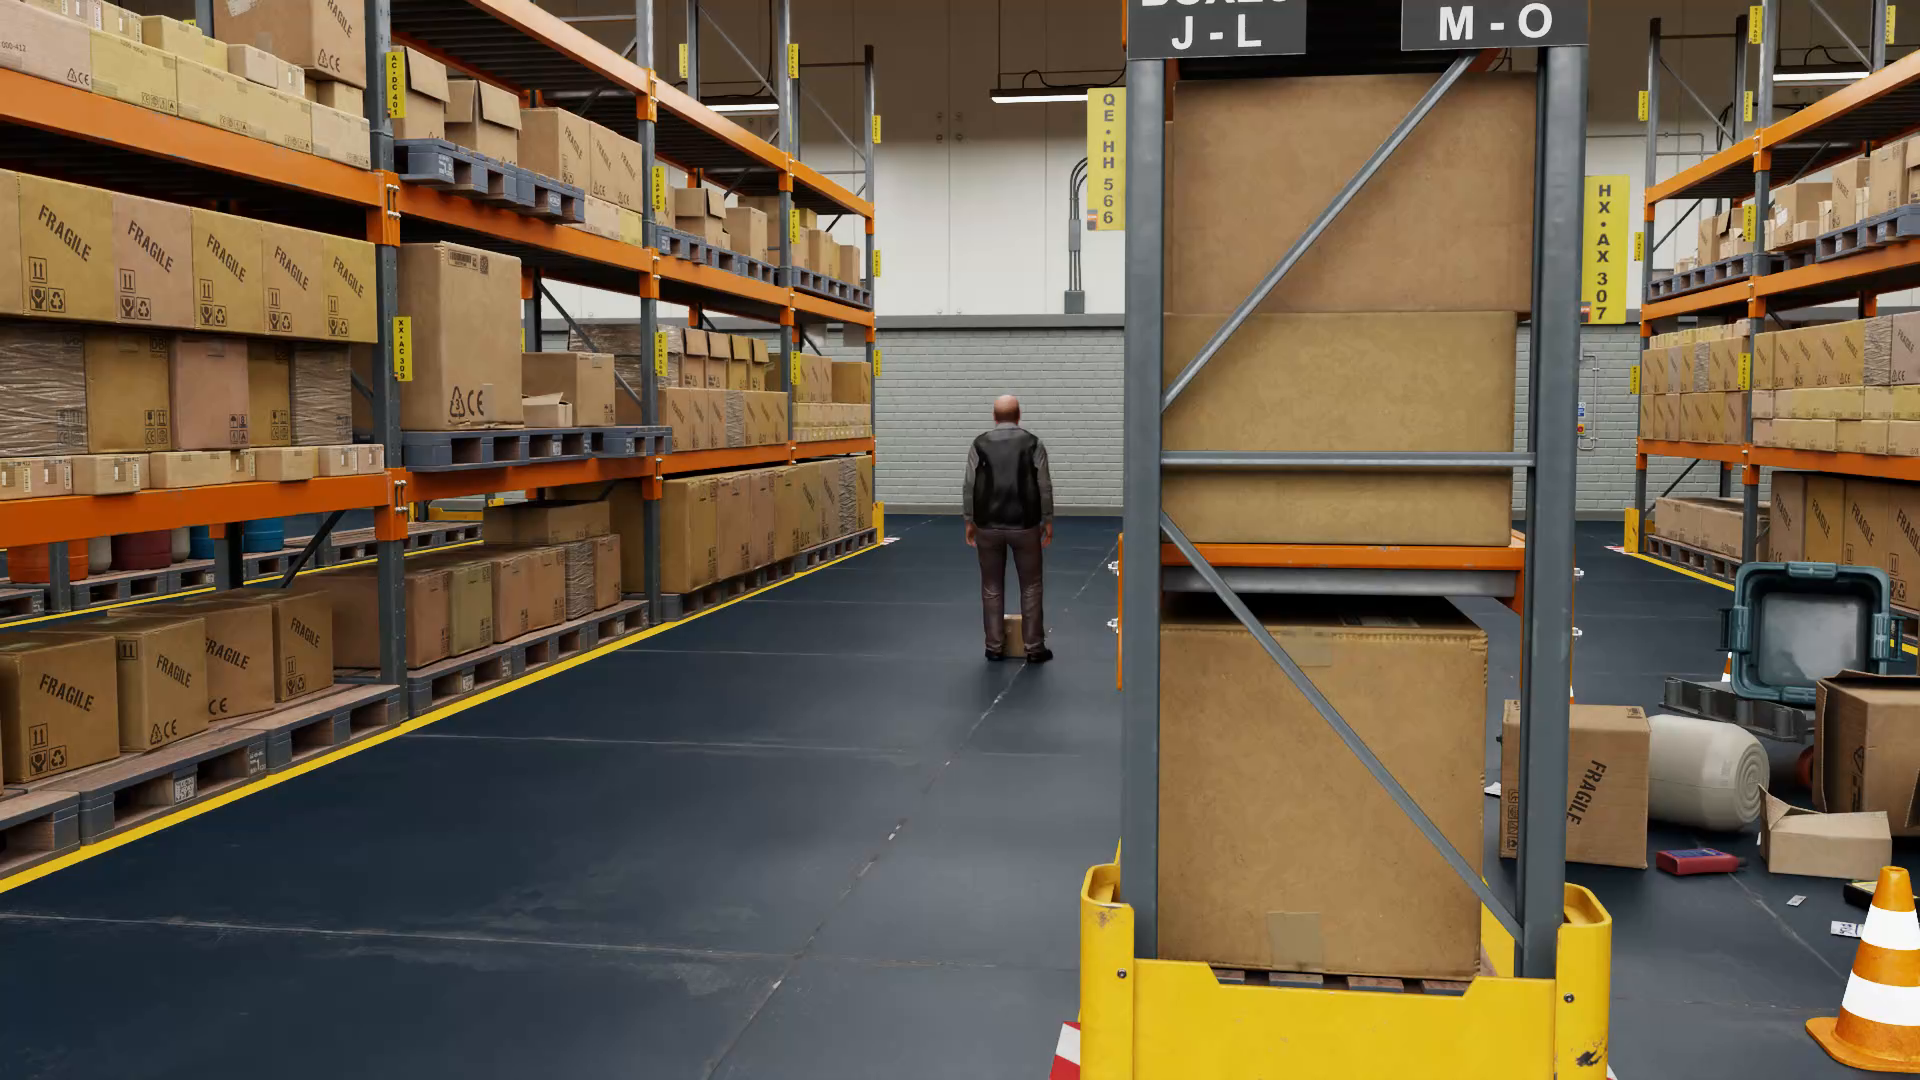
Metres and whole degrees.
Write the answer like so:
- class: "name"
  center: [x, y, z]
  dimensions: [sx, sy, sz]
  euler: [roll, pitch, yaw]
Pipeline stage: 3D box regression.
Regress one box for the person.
- class: "person"
  center: [0.314, -0.077, 10.778]
  dimensions: [0.587, 1.721, 0.462]
  euler: [1, 4, 7]
